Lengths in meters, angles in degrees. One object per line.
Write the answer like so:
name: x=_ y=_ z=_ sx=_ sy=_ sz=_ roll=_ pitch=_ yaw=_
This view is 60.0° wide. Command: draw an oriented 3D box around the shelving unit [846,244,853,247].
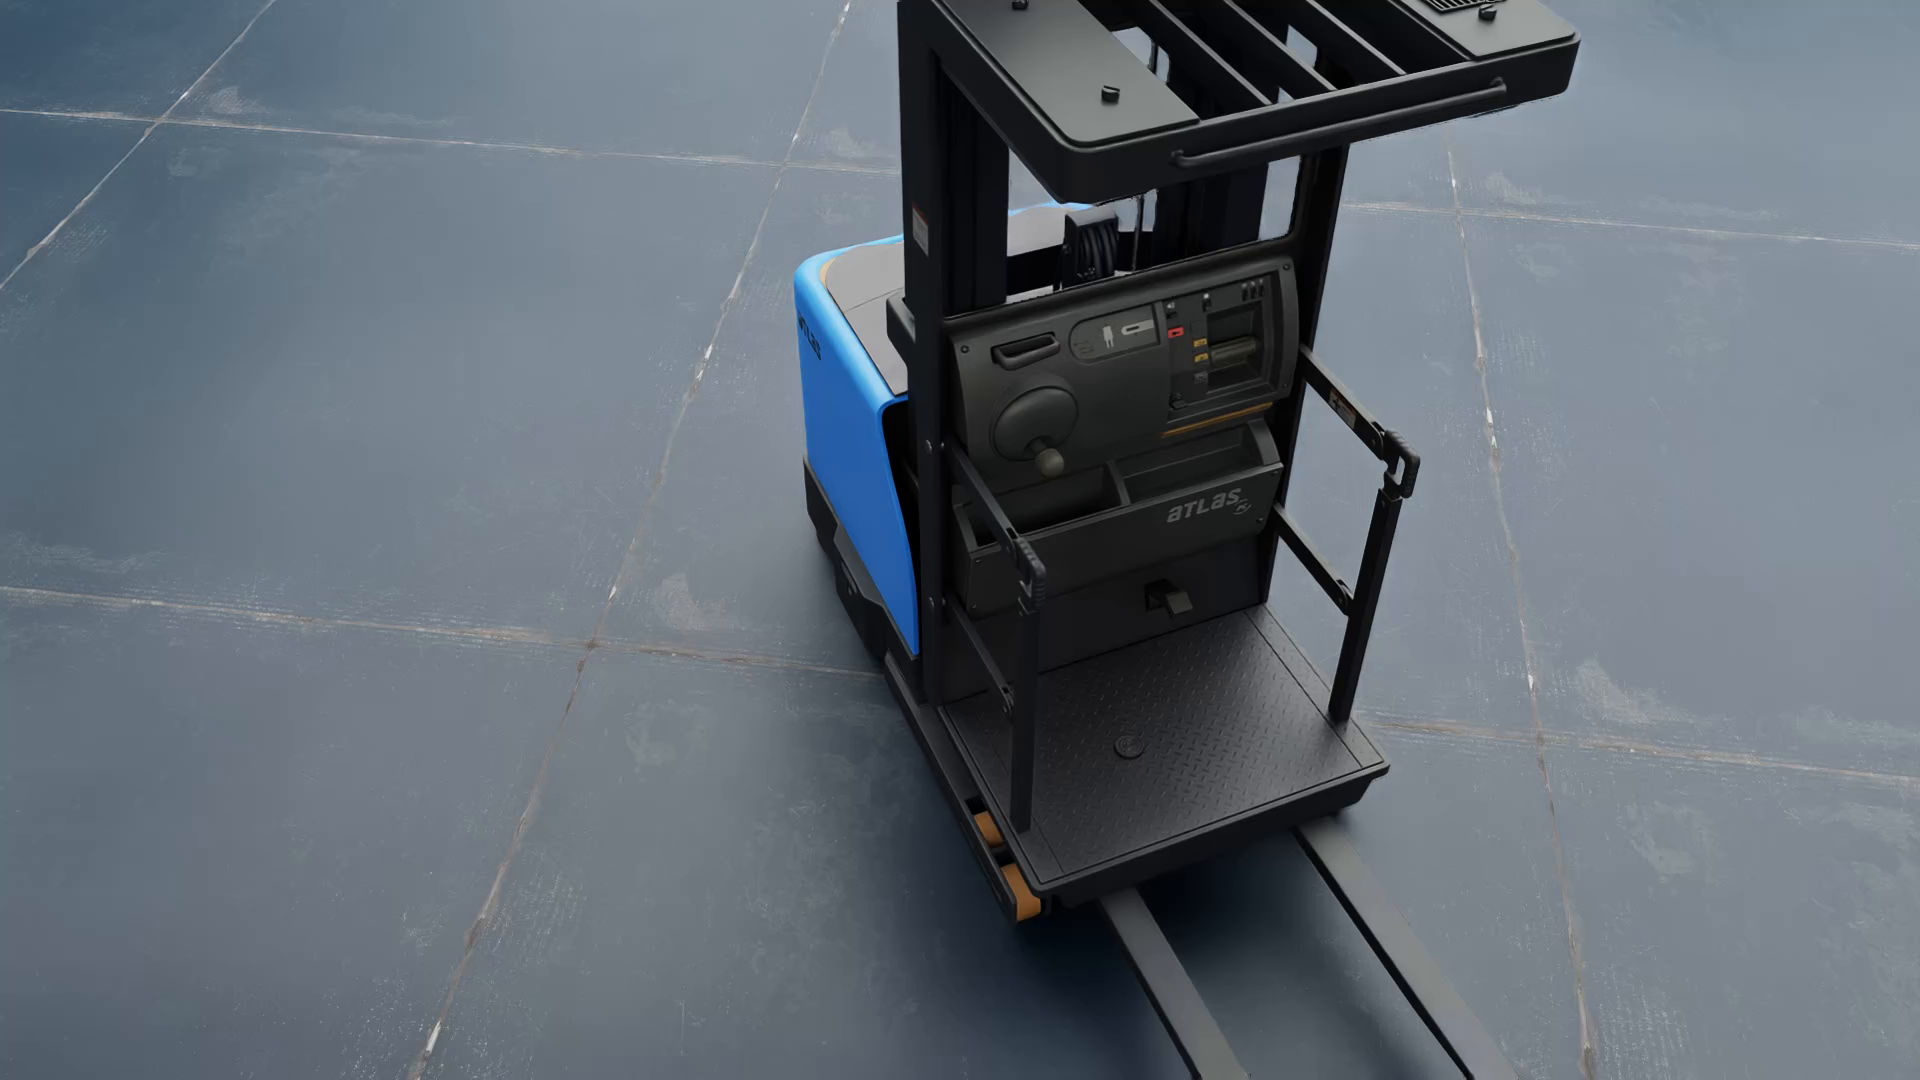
shelving unit: x=-0.222 y=-0.607 z=5.737 sx=0.258 sy=0.900 sz=0.210 roll=-16 pitch=46 yaw=-16

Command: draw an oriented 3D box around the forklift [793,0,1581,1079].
forklift: x=0.511 y=-0.344 z=3.982 sx=1.130 sy=2.935 sz=3.031 roll=-16 pitch=46 yaw=-16

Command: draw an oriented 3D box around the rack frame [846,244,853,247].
rack frame: x=-0.262 y=-0.672 z=5.805 sx=0.240 sy=0.900 sz=0.006 roll=-16 pitch=46 yaw=-16
